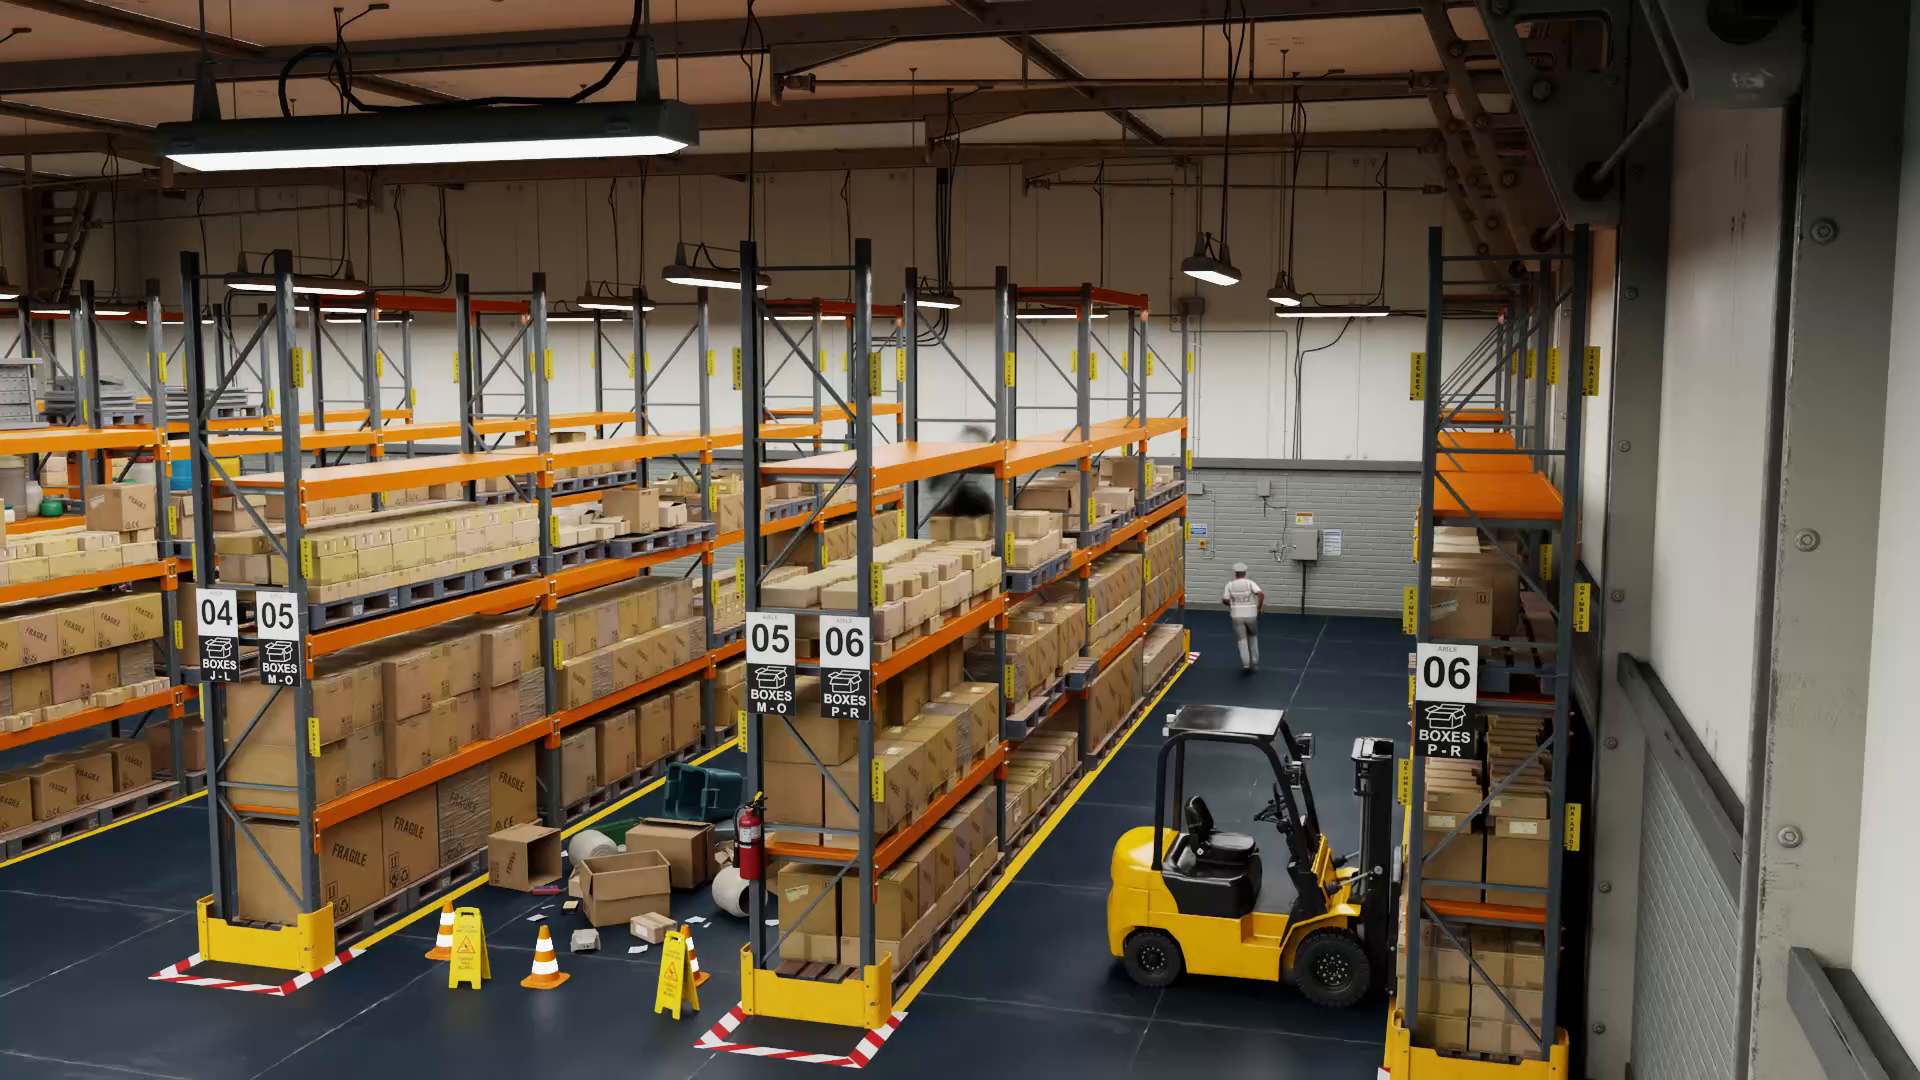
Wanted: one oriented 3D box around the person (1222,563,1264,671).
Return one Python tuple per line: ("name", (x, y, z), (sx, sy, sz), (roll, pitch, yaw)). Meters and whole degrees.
("person", (4.593, 1.298, 27.037), (0.653, 1.831, 0.799), (1, 6, 7))
